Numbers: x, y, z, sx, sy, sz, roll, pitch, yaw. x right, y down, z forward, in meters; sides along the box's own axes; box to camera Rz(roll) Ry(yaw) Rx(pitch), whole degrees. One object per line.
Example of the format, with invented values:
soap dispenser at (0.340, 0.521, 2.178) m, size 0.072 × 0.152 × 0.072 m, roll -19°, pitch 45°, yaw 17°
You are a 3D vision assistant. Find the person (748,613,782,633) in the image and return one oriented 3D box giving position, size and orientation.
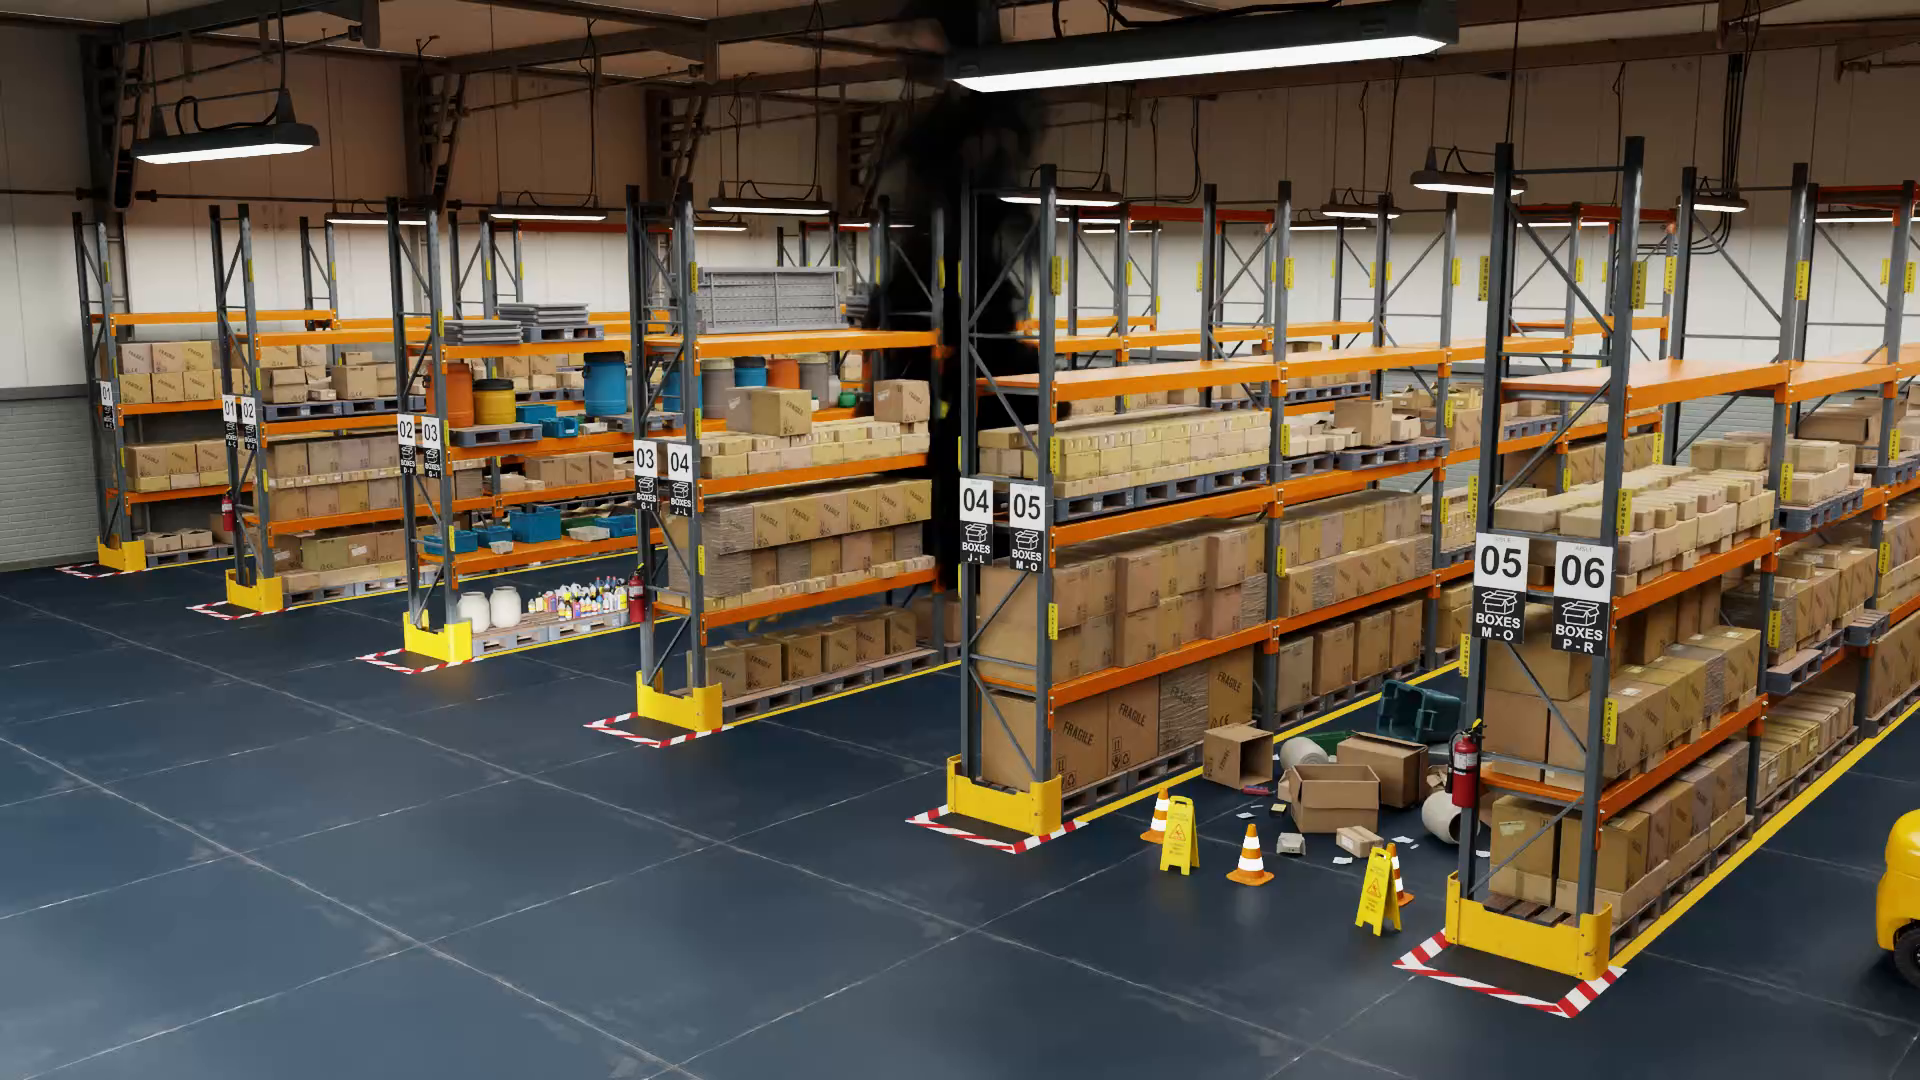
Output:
person at (-2.683, 0.329, 22.359) m, size 0.670 × 1.856 × 0.712 m, roll 5°, pitch 11°, yaw 28°
